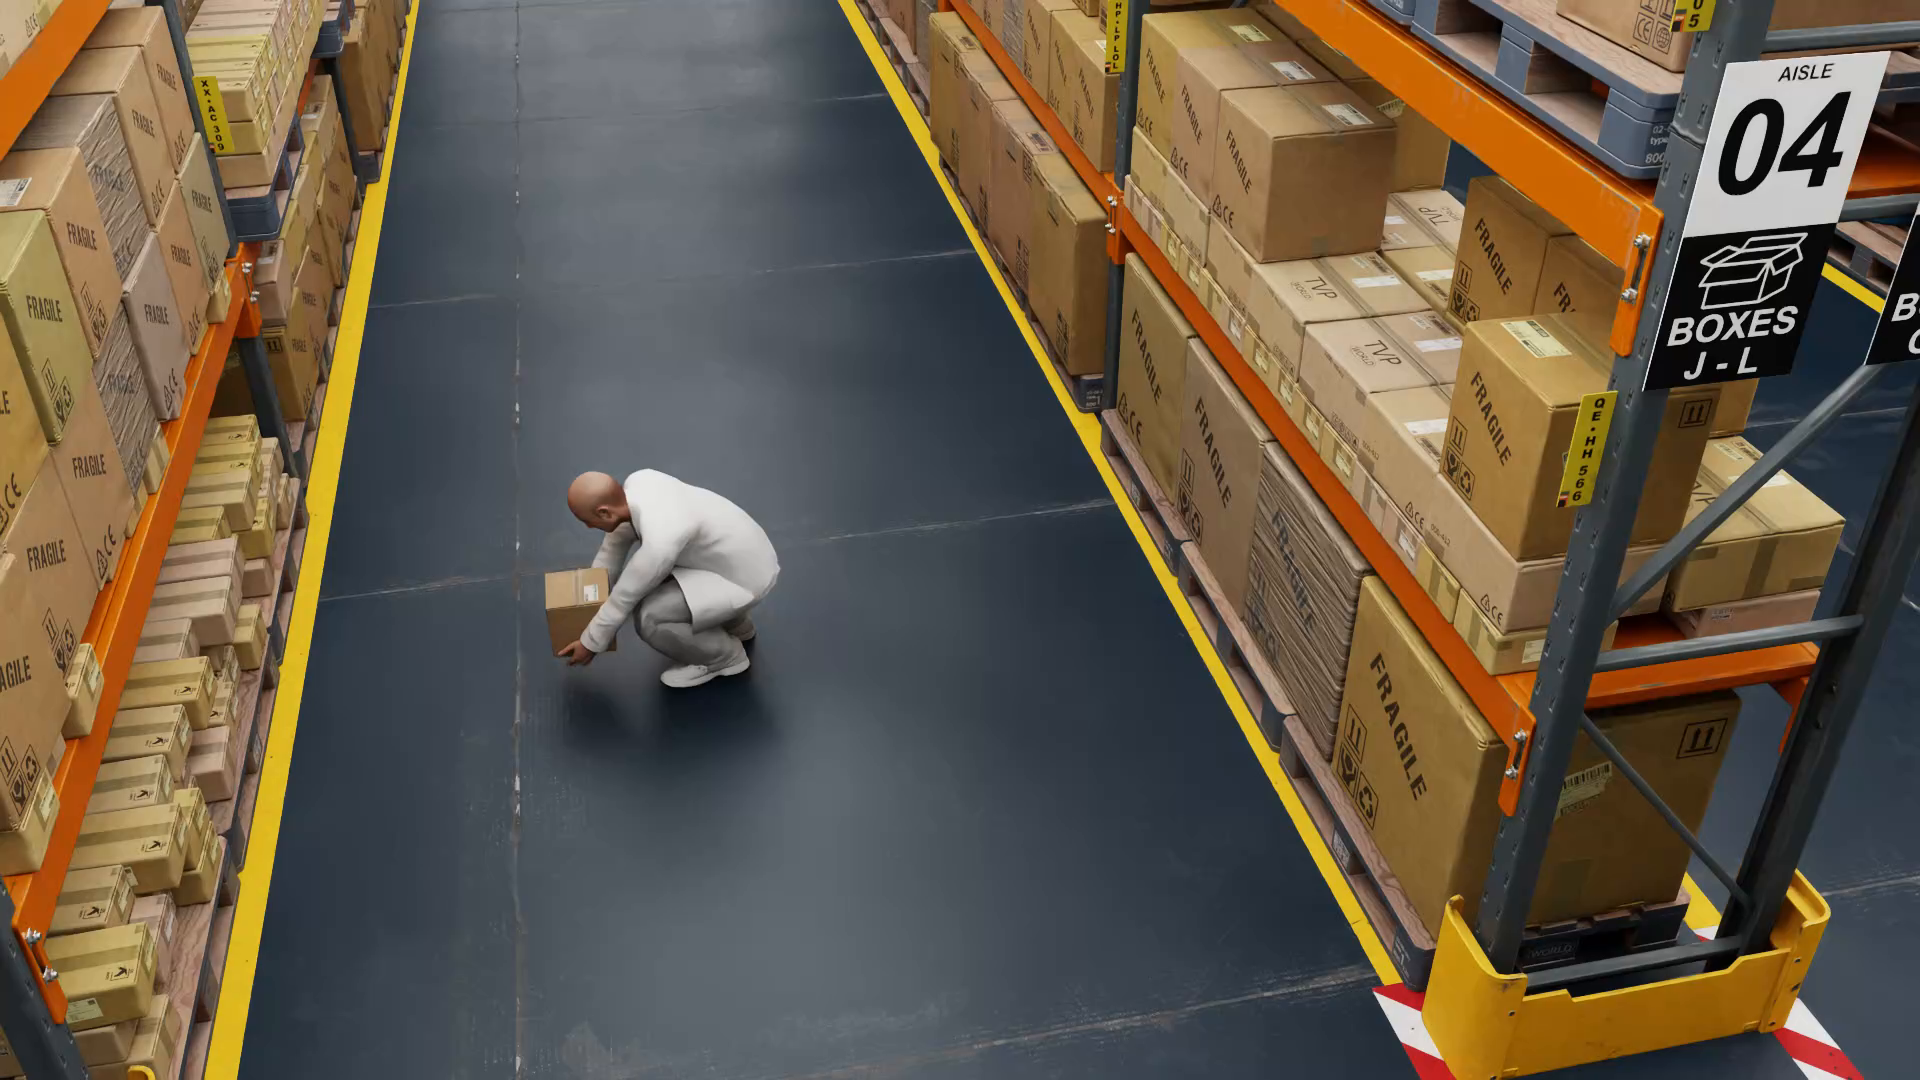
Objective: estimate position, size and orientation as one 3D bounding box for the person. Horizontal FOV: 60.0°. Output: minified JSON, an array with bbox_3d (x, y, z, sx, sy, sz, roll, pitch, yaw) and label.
[{"bbox_3d":[-1.191,0.104,6.702,0.923,1.003,0.584,-8,35,-11],"label":"person"}]
